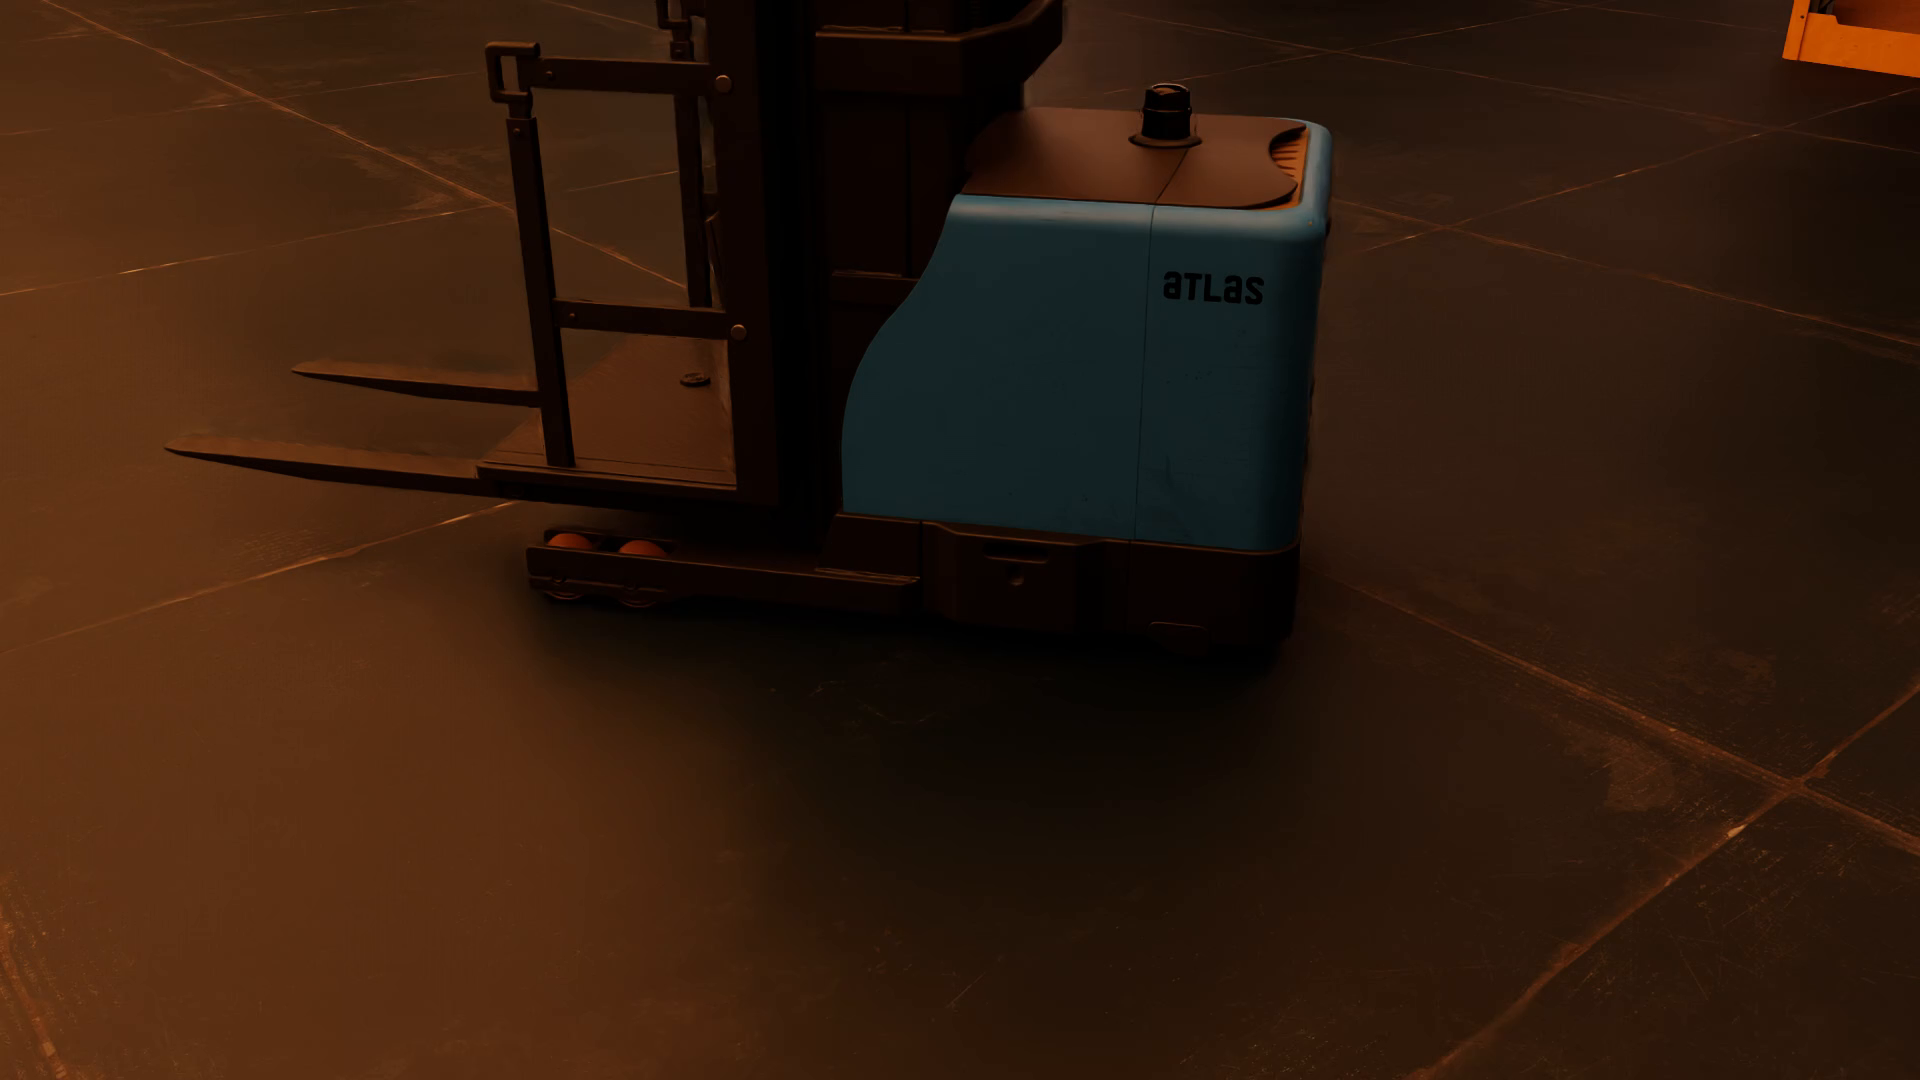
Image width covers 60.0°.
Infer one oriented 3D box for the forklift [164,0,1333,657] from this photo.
[{"bbox_3d":[-0.610,-1.365,3.954,3.031,2.935,1.130,6,27,11],"label":"forklift"}]
